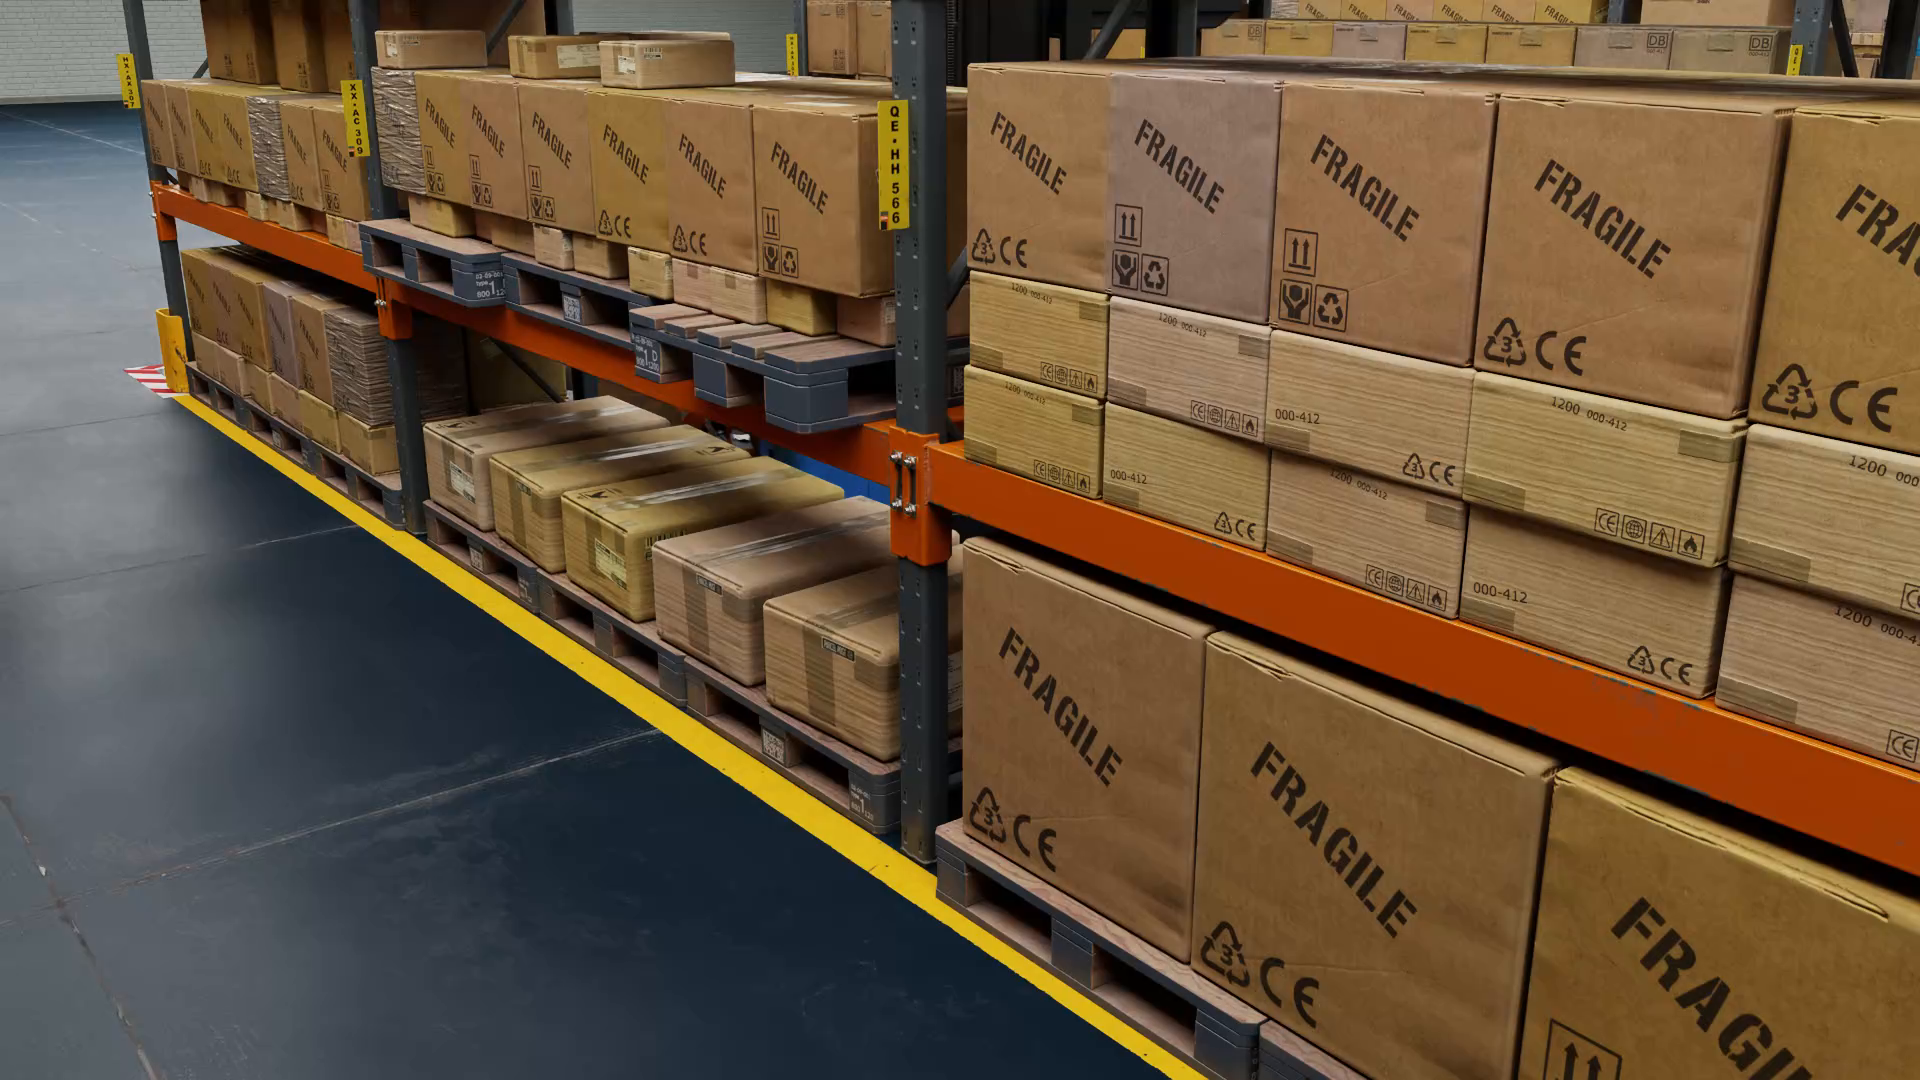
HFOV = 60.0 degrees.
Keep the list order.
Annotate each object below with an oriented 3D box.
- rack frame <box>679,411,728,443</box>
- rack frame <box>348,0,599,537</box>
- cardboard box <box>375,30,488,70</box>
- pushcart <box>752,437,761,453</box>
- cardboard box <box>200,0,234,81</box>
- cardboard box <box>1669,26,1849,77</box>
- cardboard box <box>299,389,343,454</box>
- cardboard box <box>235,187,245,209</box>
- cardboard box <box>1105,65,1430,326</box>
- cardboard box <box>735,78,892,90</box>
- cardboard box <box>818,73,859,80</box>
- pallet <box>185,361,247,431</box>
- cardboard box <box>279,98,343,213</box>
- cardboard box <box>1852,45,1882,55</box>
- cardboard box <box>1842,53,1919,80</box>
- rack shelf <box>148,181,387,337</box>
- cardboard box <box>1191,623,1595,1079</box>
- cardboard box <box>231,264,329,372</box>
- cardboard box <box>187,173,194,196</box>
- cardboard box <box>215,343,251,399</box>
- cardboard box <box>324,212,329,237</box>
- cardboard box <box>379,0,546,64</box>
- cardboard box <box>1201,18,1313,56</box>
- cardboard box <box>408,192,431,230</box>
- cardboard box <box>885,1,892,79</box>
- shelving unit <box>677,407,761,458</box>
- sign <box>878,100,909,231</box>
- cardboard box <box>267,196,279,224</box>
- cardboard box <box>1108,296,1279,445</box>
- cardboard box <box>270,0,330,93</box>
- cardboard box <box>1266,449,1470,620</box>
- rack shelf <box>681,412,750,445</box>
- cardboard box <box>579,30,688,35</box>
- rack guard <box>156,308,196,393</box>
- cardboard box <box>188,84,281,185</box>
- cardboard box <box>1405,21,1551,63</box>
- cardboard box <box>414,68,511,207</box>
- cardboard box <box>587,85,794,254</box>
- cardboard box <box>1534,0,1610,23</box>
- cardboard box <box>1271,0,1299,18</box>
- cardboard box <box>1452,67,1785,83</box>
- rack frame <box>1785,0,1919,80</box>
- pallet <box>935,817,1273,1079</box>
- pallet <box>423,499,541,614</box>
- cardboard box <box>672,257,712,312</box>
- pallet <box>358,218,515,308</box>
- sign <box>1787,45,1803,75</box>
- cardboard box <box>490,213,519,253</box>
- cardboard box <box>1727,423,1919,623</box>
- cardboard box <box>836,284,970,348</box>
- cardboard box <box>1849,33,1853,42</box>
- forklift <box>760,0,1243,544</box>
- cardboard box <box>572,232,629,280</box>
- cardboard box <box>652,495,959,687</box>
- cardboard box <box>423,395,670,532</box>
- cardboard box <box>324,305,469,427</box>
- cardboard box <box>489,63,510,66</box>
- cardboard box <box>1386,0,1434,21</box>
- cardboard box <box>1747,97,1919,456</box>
[{"bbox_3d":[-1.179,-0.480,7.798,0.200,1.050,0.008,-13,-15,-31],"label":"rack frame"},{"bbox_3d":[-2.232,-1.549,7.768,1.000,3.000,0.127,-14,23,-36],"label":"rack frame"},{"bbox_3d":[-2.217,-2.060,6.980,0.380,0.149,0.250,-14,23,-36],"label":"cardboard box"},{"bbox_3d":[-0.476,-0.761,9.562,0.936,0.377,1.648,11,21,30],"label":"pushcart"},{"bbox_3d":[-4.227,-3.115,10.274,0.700,0.500,0.500,-15,23,-37],"label":"cardboard box"},{"bbox_3d":[3.798,-2.189,7.952,0.700,0.500,0.500,-14,23,-36],"label":"cardboard box"},{"bbox_3d":[-3.148,-0.665,8.807,0.500,0.250,0.500,-15,23,-38],"label":"cardboard box"},{"bbox_3d":[-3.878,-1.968,9.435,0.380,0.149,0.250,-13,22,-34],"label":"cardboard box"},{"bbox_3d":[0.681,-0.796,3.744,0.500,0.500,0.500,-14,23,-36],"label":"cardboard box"},{"bbox_3d":[-0.511,-1.364,5.910,0.500,0.500,0.500,-14,23,-35],"label":"cardboard box"},{"bbox_3d":[-0.632,-3.514,13.465,0.875,0.550,0.550,-14,23,-36],"label":"cardboard box"},{"bbox_3d":[-4.192,-0.985,10.502,1.003,0.211,1.213,-14,23,-36],"label":"pallet"},{"bbox_3d":[-3.028,-1.924,8.269,0.500,0.500,0.500,-13,22,-34],"label":"cardboard box"},{"bbox_3d":[11.734,-6.079,21.291,0.700,0.500,0.500,-14,23,-36],"label":"cardboard box"},{"bbox_3d":[6.685,-3.322,12.292,0.797,0.503,0.637,-11,21,-31],"label":"cardboard box"},{"bbox_3d":[-3.474,-1.700,9.370,1.077,0.370,4.000,-14,23,-36],"label":"rack shelf"},{"bbox_3d":[1.166,0.653,3.831,0.875,0.875,0.875,-14,23,-35],"label":"cardboard box"},{"bbox_3d":[-3.783,-1.273,9.448,0.500,0.500,0.500,-13,23,-35],"label":"cardboard box"},{"bbox_3d":[-4.398,-2.151,9.985,0.380,0.149,0.250,-15,23,-38],"label":"cardboard box"},{"bbox_3d":[-4.121,-1.049,9.964,0.500,0.250,0.500,-13,22,-34],"label":"cardboard box"},{"bbox_3d":[-2.932,-1.589,8.289,0.380,0.149,0.250,-14,23,-36],"label":"cardboard box"},{"bbox_3d":[-2.335,-2.363,8.004,0.700,0.500,0.500,-14,23,-37],"label":"cardboard box"},{"bbox_3d":[1.898,-2.941,10.222,0.700,0.500,0.500,-14,23,-37],"label":"cardboard box"},{"bbox_3d":[-2.137,-1.431,7.144,0.380,0.149,0.250,-14,23,-35],"label":"cardboard box"},{"bbox_3d":[-0.043,-3.728,12.394,0.875,0.550,0.550,-14,23,-36],"label":"cardboard box"},{"bbox_3d":[-1.126,-0.524,7.697,0.215,1.050,0.252,-13,-15,-31],"label":"shelving unit"},{"bbox_3d":[-0.168,-0.967,4.295,0.100,0.325,0.005,-14,23,-36],"label":"sign"},{"bbox_3d":[-3.440,-1.768,8.830,0.380,0.149,0.250,-14,23,-37],"label":"cardboard box"},{"bbox_3d":[0.692,-0.429,3.829,0.500,0.250,0.500,-13,23,-35],"label":"cardboard box"},{"bbox_3d":[-3.321,-2.733,9.121,0.700,0.500,0.500,-14,23,-36],"label":"cardboard box"},{"bbox_3d":[1.012,-0.069,3.537,0.500,0.250,0.500,-13,22,-34],"label":"cardboard box"},{"bbox_3d":[-1.123,-0.515,7.695,0.215,0.259,0.240,-13,-15,-31],"label":"rack shelf"},{"bbox_3d":[-1.330,-2.008,6.822,0.380,0.149,0.250,-15,23,-38],"label":"cardboard box"},{"bbox_3d":[-4.669,-1.329,11.082,1.175,0.500,0.348,-14,23,-36],"label":"rack guard"},{"bbox_3d":[-3.998,-2.300,9.405,0.500,0.500,0.500,-15,23,-37],"label":"cardboard box"},{"bbox_3d":[2.845,-2.565,9.088,0.700,0.500,0.500,-14,23,-37],"label":"cardboard box"},{"bbox_3d":[-1.854,-1.642,6.750,0.500,0.500,0.500,-14,23,-36],"label":"cardboard box"},{"bbox_3d":[-0.893,-1.258,5.591,0.500,0.500,0.500,-16,24,-40],"label":"cardboard box"},{"bbox_3d":[5.041,-4.204,13.563,0.500,0.500,0.500,-14,23,-36],"label":"cardboard box"},{"bbox_3d":[3.181,-4.943,15.797,0.500,0.500,0.500,-14,23,-36],"label":"cardboard box"},{"bbox_3d":[1.406,-0.761,3.638,0.500,0.500,0.500,-14,23,-36],"label":"cardboard box"},{"bbox_3d":[4.069,-1.554,7.785,1.000,3.000,0.127,-14,23,-36],"label":"rack frame"},{"bbox_3d":[0.682,0.969,4.599,1.003,0.211,1.213,-14,23,-36],"label":"pallet"},{"bbox_3d":[-1.748,-0.034,7.628,1.003,0.211,1.213,-14,23,-36],"label":"pallet"},{"bbox_3d":[-0.701,-0.847,5.381,0.380,0.149,0.250,-15,24,-39],"label":"cardboard box"},{"bbox_3d":[-1.872,-1.241,7.144,1.003,0.211,1.213,-14,23,-36],"label":"pallet"},{"bbox_3d":[3.636,-1.995,7.273,0.100,0.325,0.005,-14,23,-36],"label":"sign"},{"bbox_3d":[-1.626,-1.241,6.571,0.380,0.149,0.250,-14,23,-35],"label":"cardboard box"},{"bbox_3d":[1.628,-0.053,2.694,0.500,0.250,0.500,-13,23,-35],"label":"cardboard box"},{"bbox_3d":[-0.137,-0.678,4.871,0.380,0.149,0.250,-13,22,-34],"label":"cardboard box"},{"bbox_3d":[11.370,-6.429,21.315,0.380,0.149,0.250,-14,23,-37],"label":"cardboard box"},{"bbox_3d":[0.606,-1.436,7.536,3.031,2.935,1.130,-4,19,-12],"label":"forklift"},{"bbox_3d":[-1.161,-1.045,5.977,0.380,0.149,0.250,-15,23,-38],"label":"cardboard box"},{"bbox_3d":[-0.556,0.163,6.110,0.950,0.372,0.625,-15,23,-37],"label":"cardboard box"},{"bbox_3d":[-1.905,-0.372,7.727,0.950,0.372,0.625,-14,23,-35],"label":"cardboard box"},{"bbox_3d":[-2.810,-0.892,8.299,0.500,0.500,0.500,-14,23,-37],"label":"cardboard box"},{"bbox_3d":[-1.765,-1.868,7.431,0.500,0.500,0.500,-14,23,-37],"label":"cardboard box"},{"bbox_3d":[4.112,-4.574,14.681,0.500,0.500,0.500,-14,23,-36],"label":"cardboard box"},{"bbox_3d":[1.634,-0.416,2.596,0.500,0.500,0.500,-13,22,-34],"label":"cardboard box"}]
